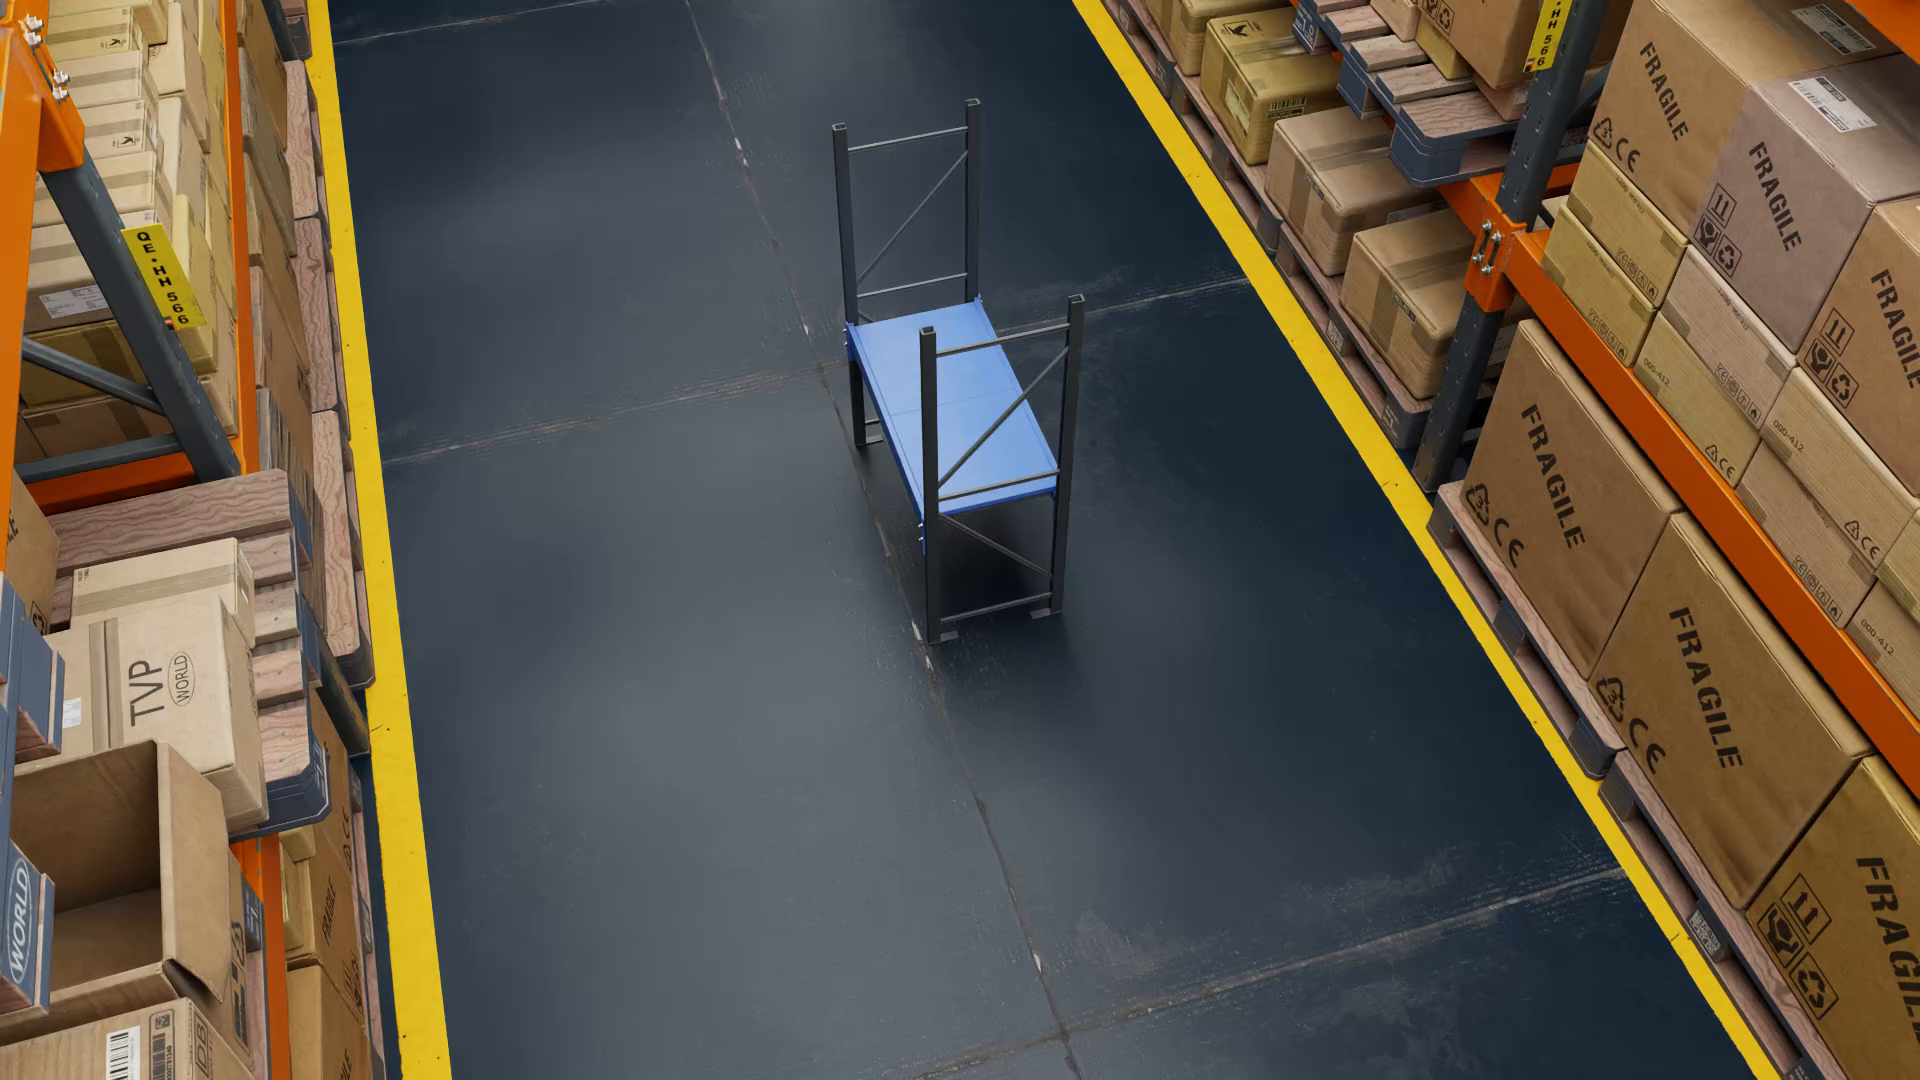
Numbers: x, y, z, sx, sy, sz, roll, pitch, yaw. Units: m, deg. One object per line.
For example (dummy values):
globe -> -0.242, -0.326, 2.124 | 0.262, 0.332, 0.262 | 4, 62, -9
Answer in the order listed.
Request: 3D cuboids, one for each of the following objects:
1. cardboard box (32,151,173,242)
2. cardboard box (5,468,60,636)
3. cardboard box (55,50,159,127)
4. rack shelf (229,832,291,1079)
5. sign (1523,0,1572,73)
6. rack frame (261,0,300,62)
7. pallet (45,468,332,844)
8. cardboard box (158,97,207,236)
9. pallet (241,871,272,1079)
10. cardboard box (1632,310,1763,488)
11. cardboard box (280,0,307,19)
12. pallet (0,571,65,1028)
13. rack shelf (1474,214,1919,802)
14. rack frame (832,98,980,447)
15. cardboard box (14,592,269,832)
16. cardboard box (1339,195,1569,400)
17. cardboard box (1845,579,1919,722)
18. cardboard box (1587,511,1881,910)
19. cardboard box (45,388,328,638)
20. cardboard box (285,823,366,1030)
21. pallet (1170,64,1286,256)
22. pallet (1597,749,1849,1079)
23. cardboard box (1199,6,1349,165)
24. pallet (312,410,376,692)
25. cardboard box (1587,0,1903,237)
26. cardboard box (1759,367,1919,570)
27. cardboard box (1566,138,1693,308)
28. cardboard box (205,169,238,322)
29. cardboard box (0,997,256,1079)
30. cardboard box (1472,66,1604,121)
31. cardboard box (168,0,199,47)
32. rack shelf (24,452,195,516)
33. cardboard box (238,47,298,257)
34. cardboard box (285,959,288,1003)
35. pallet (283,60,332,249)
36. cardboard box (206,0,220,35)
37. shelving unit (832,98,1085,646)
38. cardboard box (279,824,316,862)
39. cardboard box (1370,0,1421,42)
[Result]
cardboard box -> -2.385, -0.907, 4.563 | 0.380, 0.149, 0.250 | -12, 51, -10
cardboard box -> -2.489, 0.072, 3.887 | 0.500, 0.500, 0.500 | -11, 51, -9
cardboard box -> -2.575, -1.277, 4.875 | 0.380, 0.149, 0.250 | -13, 51, -11
rack shelf -> -1.901, 1.521, 3.476 | 1.077, 0.370, 4.000 | -13, 51, -11
sign -> 1.733, -1.514, 4.859 | 0.100, 0.325, 0.005 | -13, 51, -11
rack frame -> -3.675, -3.093, 6.895 | 1.000, 3.000, 0.127 | -13, 51, -11
pallet -> -2.224, 0.370, 4.102 | 1.213, 0.211, 1.003 | -13, 51, -11
cardboard box -> -2.537, -1.029, 4.927 | 0.500, 0.250, 0.500 | -12, 51, -10
pallet -> -1.912, 1.310, 3.309 | 1.003, 0.211, 1.213 | -13, 51, -11
cardboard box -> 2.322, -0.463, 4.776 | 0.500, 0.250, 0.500 | -15, 51, -12
cardboard box -> -3.502, -2.770, 8.147 | 0.500, 0.250, 0.500 | -13, 51, -11
pallet -> -1.745, 0.595, 1.947 | 1.213, 0.211, 1.003 | -13, 51, -11
rack shelf -> 2.840, 0.396, 4.424 | 1.077, 0.370, 4.000 | -13, 51, -11
rack frame -> -0.176, -0.917, 6.042 | 0.500, 1.500, 0.032 | -13, 51, -11
cardboard box -> -1.871, 0.439, 3.741 | 0.500, 0.250, 0.500 | -15, 52, -13
cardboard box -> 2.091, -1.000, 6.575 | 0.950, 0.372, 0.625 | -16, 52, -13
cardboard box -> 2.621, 0.282, 4.149 | 0.500, 0.250, 0.500 | -13, 51, -11
cardboard box -> 2.633, 0.429, 5.042 | 0.875, 0.875, 0.875 | -13, 51, -11
cardboard box -> -2.663, 0.000, 5.566 | 0.875, 0.625, 0.625 | -12, 51, -10
cardboard box -> -2.024, 1.127, 4.698 | 0.500, 0.500, 0.500 | -14, 51, -12
pallet -> 1.662, -1.858, 7.678 | 1.003, 0.211, 1.213 | -13, 51, -11
pallet -> 2.767, 1.085, 5.197 | 1.003, 0.211, 1.213 | -13, 51, -11
cardboard box -> 1.646, -2.092, 7.496 | 0.950, 0.372, 0.625 | -12, 51, -10
pallet -> -2.698, 0.117, 6.013 | 1.003, 0.211, 1.213 | -13, 51, -11
cardboard box -> 2.161, -1.235, 4.610 | 0.500, 0.500, 0.500 | -15, 51, -12
cardboard box -> 2.450, -0.239, 4.260 | 0.500, 0.250, 0.500 | -13, 51, -11
cardboard box -> 2.162, -0.983, 4.888 | 0.500, 0.250, 0.500 | -14, 51, -11
cardboard box -> -2.534, -0.871, 5.120 | 0.500, 0.250, 0.500 | -14, 51, -12
cardboard box -> -1.624, 1.227, 2.913 | 0.700, 0.500, 0.500 | -14, 51, -11
cardboard box -> 1.927, -1.537, 5.473 | 0.380, 0.149, 0.250 | -12, 51, -10
cardboard box -> -2.850, -1.783, 5.562 | 0.500, 0.250, 0.500 | -13, 51, -10
rack shelf -> -3.083, -1.463, 5.864 | 0.919, 0.124, 3.809 | -13, 51, -11
cardboard box -> -3.288, -1.516, 6.844 | 0.875, 0.625, 0.625 | -14, 51, -11
cardboard box -> -1.923, 1.191, 4.220 | 0.380, 0.149, 0.250 | -12, 51, -10
pallet -> -3.420, -1.665, 7.515 | 1.003, 0.211, 1.213 | -13, 51, -11
cardboard box -> -3.004, -2.000, 6.072 | 0.500, 0.250, 0.500 | -13, 51, -11
shelving unit -> -0.025, -0.546, 5.729 | 0.538, 1.500, 1.048 | -13, 51, -11
cardboard box -> -1.994, 0.786, 4.562 | 0.380, 0.149, 0.250 | -16, 52, -13
cardboard box -> 1.661, -1.890, 5.771 | 0.380, 0.149, 0.250 | -14, 51, -11
